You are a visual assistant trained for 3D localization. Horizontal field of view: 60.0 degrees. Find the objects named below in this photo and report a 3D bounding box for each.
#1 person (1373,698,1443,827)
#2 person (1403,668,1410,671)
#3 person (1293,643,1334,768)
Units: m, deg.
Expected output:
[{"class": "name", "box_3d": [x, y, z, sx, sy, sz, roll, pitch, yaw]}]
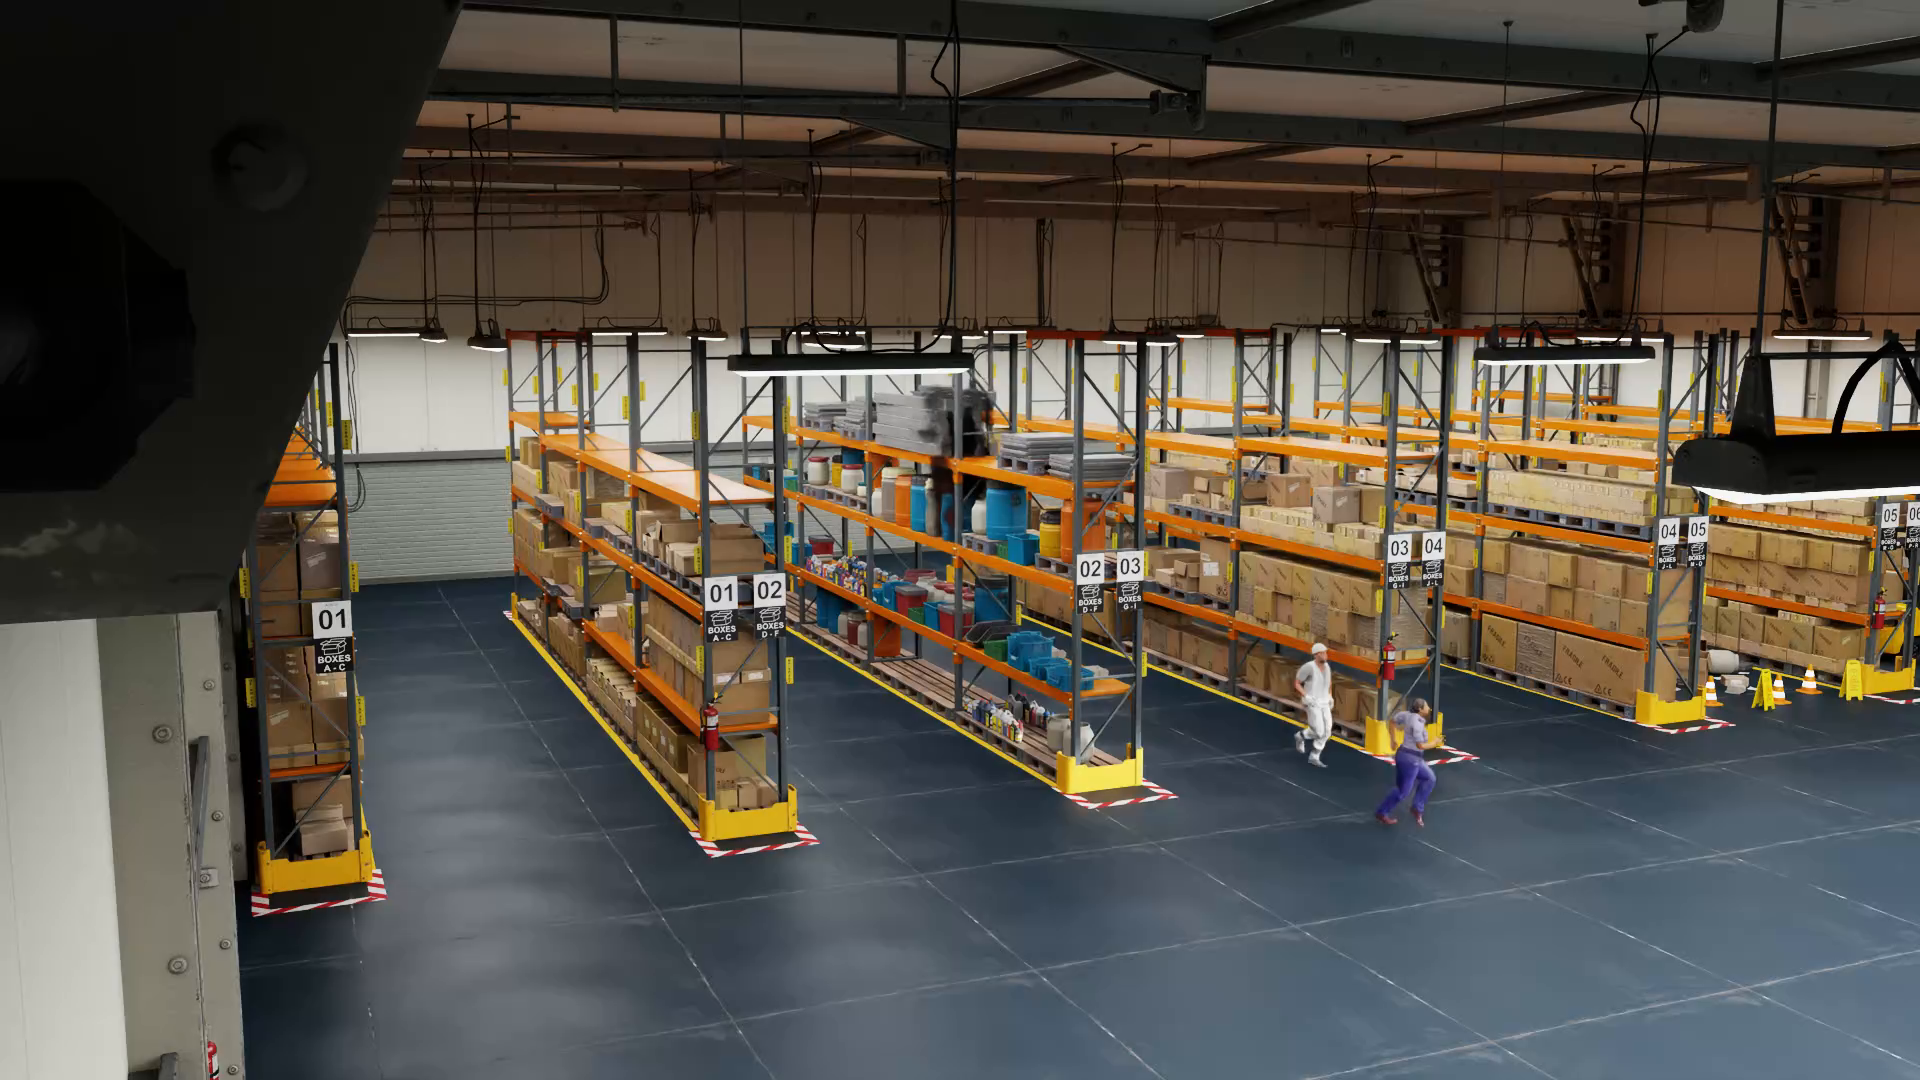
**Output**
[{"class": "person", "box_3d": [5.530, 2.747, 20.516, 0.806, 1.657, 0.628, 1, 8, 4]}, {"class": "person", "box_3d": [7.786, 1.453, 29.554, 0.684, 1.816, 0.730, -4, 9, -26]}, {"class": "person", "box_3d": [4.993, 2.303, 23.439, 0.687, 1.746, 0.581, -5, 9, -32]}]
